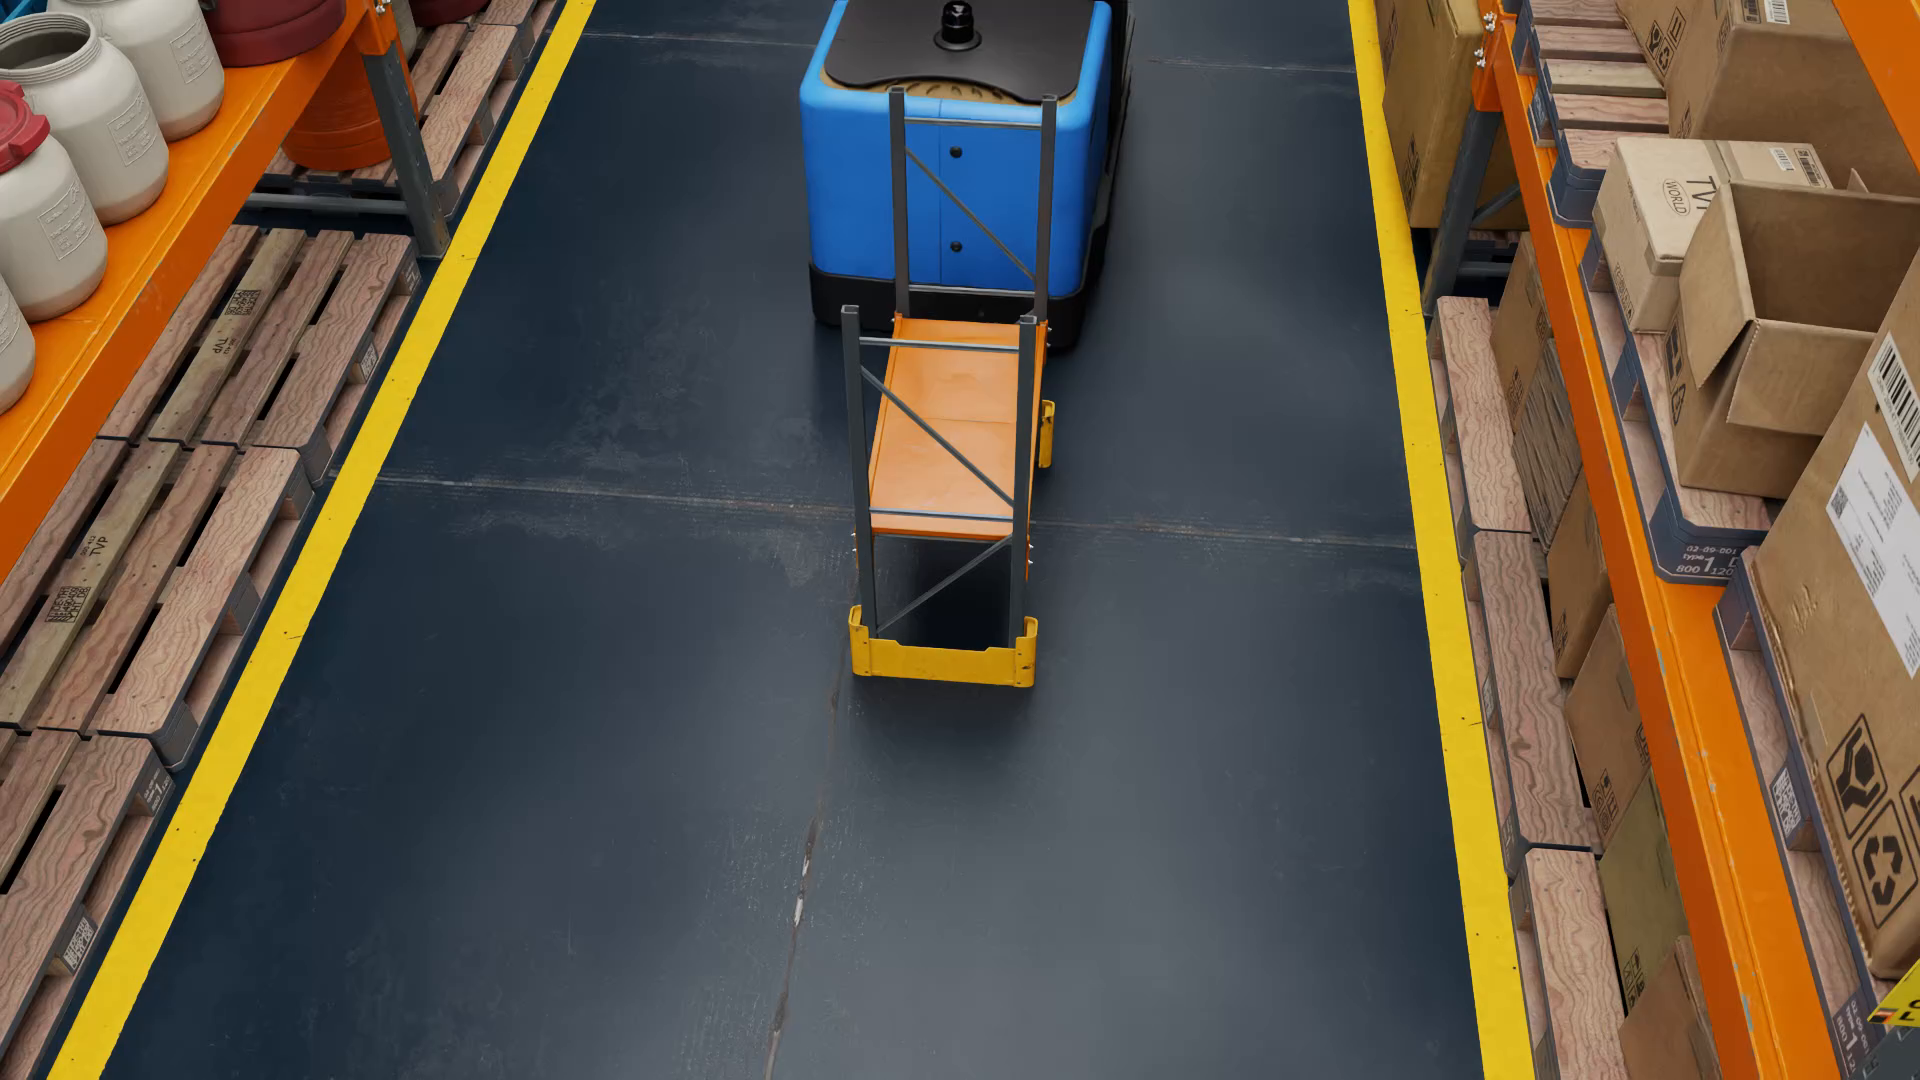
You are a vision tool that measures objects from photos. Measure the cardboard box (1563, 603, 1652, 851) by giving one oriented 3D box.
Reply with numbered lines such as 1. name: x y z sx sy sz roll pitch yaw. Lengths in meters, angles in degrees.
1. cardboard box: 2.152 0.526 4.632 0.700 0.500 0.500 0 48 0

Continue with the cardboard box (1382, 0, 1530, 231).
1. cardboard box: 2.410 -1.829 6.545 1.225 0.875 0.875 2 48 2

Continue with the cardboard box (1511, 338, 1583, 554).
1. cardboard box: 2.248 -0.301 5.389 0.700 0.500 0.500 0 48 0

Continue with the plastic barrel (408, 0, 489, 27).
1. plastic barrel: -2.475 -2.750 7.582 0.600 0.588 0.708 4 48 4

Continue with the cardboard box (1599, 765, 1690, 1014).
1. cardboard box: 2.102 0.937 4.256 0.700 0.500 0.500 4 48 3

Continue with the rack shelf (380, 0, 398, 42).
1. rack shelf: -2.423 -3.459 7.368 1.077 0.370 4.000 4 48 4

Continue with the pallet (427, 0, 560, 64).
1. pallet: -2.461 -2.767 8.138 1.003 0.211 1.213 4 48 4

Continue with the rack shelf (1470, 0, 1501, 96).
1. rack shelf: 2.509 -3.126 7.064 1.077 0.370 4.000 4 48 4

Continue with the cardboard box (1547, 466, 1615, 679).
1. cardboard box: 2.203 0.116 5.007 0.700 0.500 0.500 7 48 7

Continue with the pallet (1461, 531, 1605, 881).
1. pallet: 2.140 0.510 5.140 1.003 0.211 1.213 4 48 4

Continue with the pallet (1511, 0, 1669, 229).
1. pallet: 2.368 -1.303 5.039 1.213 0.211 1.003 4 48 4

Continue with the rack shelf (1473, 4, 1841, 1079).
1. rack shelf: 2.144 -0.186 4.375 1.077 0.370 4.000 4 48 4

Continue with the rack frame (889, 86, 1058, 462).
1. rack frame: 0.039 -0.817 5.481 0.500 1.500 0.032 4 48 4

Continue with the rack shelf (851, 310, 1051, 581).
1. rack shelf: -0.008 -0.322 5.272 0.538 0.185 1.000 4 48 4

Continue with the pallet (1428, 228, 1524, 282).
1. pallet: 2.474 -1.532 7.008 1.003 0.211 1.213 4 48 4

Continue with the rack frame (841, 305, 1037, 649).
1. rack frame: -0.054 -0.070 4.798 0.500 1.500 0.032 4 48 4

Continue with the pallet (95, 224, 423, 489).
1. pallet: -2.715 -0.724 6.269 1.003 0.211 1.213 4 48 4

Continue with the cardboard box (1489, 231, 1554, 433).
1. cardboard box: 2.286 -0.710 5.762 0.700 0.500 0.500 2 48 1

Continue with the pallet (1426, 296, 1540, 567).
1. pallet: 2.254 -0.384 5.958 1.003 0.211 1.213 4 48 4

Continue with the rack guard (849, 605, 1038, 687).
1. rack guard: -0.052 0.338 5.272 0.587 0.250 0.087 4 48 4

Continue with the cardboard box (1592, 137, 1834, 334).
1. cardboard box: 1.945 -0.774 4.242 0.500 0.250 0.500 3 48 2

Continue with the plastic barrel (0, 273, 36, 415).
1. plastic barrel: -2.598 -0.566 4.143 0.433 0.535 0.433 0 48 0

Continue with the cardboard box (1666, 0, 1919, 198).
1. cardboard box: 2.366 -1.258 4.515 0.700 0.500 0.500 10 48 9

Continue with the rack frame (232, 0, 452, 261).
1. rack frame: -2.606 -2.232 5.759 1.000 3.000 0.127 4 48 4

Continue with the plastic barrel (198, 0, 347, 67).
1. plastic barrel: -2.346 -1.916 5.378 0.600 0.536 0.708 4 48 4

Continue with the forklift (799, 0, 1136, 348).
1. forklift: 0.172 -2.823 6.345 1.130 2.935 3.031 7 48 6

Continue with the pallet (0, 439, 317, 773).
1. pallet: -2.829 0.170 5.452 1.003 0.211 1.213 4 48 4

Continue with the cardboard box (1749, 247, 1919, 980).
1. cardboard box: 2.174 0.122 2.915 1.000 1.000 1.000 4 48 4

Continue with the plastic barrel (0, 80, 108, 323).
1. plastic barrel: -2.558 -0.884 4.433 0.433 0.535 0.433 0 48 0

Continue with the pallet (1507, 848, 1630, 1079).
1. pallet: 2.032 1.409 4.318 1.003 0.211 1.213 4 48 4

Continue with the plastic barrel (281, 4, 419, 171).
1. plastic barrel: -2.578 -2.002 6.734 0.600 0.830 0.708 4 48 4

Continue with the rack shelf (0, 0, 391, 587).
1. rack shelf: -2.788 -0.519 4.680 1.077 0.370 4.000 4 48 4

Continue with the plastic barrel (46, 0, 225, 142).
1. plastic barrel: -2.487 -1.499 5.013 0.421 0.512 0.421 0 48 0

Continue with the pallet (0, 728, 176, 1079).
1. pallet: -2.937 1.069 4.629 1.003 0.211 1.213 4 48 4

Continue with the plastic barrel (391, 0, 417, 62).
1. plastic barrel: -2.616 -2.316 7.236 0.421 0.512 0.421 0 48 0

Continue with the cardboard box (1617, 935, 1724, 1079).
1. cardboard box: 2.040 1.286 3.937 0.700 0.500 0.500 1 48 1

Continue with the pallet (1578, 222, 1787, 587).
1. pallet: 2.187 -0.377 4.192 1.003 0.211 1.213 4 48 4

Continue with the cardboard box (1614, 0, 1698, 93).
1. cardboard box: 2.317 -1.675 4.897 0.500 0.500 0.500 -1 48 -1

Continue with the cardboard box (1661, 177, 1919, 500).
1. cardboard box: 2.028 -0.416 3.743 0.797 0.503 0.637 8 48 8

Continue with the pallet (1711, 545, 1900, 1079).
1. pallet: 2.177 0.553 3.341 1.003 0.211 1.213 4 48 4

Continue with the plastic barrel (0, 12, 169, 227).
1. plastic barrel: -2.525 -1.190 4.730 0.421 0.512 0.421 0 48 0

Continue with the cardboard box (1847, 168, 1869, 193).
1. cardboard box: 2.444 -0.752 4.211 0.396 0.266 0.258 3 48 2

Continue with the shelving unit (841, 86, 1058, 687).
1. shelving unit: -0.007 -0.450 5.145 0.587 1.500 1.083 4 48 4

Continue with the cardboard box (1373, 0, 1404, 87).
1. cardboard box: 2.499 -2.484 7.144 1.225 0.875 0.875 4 48 4

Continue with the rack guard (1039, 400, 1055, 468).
1. rack guard: 0.038 -0.394 5.941 0.587 0.250 0.087 4 48 4

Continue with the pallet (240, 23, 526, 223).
1. pallet: -2.575 -1.873 7.320 1.003 0.211 1.213 4 48 4

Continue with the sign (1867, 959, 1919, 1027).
1. sign: 1.409 0.615 2.370 0.100 0.325 0.005 4 48 4

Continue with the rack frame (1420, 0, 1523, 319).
1. rack frame: 2.327 -1.899 5.454 1.000 3.000 0.127 4 48 4

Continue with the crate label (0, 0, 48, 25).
1. crate label: -2.965 -1.532 5.094 0.502 0.435 0.616 4 48 4
